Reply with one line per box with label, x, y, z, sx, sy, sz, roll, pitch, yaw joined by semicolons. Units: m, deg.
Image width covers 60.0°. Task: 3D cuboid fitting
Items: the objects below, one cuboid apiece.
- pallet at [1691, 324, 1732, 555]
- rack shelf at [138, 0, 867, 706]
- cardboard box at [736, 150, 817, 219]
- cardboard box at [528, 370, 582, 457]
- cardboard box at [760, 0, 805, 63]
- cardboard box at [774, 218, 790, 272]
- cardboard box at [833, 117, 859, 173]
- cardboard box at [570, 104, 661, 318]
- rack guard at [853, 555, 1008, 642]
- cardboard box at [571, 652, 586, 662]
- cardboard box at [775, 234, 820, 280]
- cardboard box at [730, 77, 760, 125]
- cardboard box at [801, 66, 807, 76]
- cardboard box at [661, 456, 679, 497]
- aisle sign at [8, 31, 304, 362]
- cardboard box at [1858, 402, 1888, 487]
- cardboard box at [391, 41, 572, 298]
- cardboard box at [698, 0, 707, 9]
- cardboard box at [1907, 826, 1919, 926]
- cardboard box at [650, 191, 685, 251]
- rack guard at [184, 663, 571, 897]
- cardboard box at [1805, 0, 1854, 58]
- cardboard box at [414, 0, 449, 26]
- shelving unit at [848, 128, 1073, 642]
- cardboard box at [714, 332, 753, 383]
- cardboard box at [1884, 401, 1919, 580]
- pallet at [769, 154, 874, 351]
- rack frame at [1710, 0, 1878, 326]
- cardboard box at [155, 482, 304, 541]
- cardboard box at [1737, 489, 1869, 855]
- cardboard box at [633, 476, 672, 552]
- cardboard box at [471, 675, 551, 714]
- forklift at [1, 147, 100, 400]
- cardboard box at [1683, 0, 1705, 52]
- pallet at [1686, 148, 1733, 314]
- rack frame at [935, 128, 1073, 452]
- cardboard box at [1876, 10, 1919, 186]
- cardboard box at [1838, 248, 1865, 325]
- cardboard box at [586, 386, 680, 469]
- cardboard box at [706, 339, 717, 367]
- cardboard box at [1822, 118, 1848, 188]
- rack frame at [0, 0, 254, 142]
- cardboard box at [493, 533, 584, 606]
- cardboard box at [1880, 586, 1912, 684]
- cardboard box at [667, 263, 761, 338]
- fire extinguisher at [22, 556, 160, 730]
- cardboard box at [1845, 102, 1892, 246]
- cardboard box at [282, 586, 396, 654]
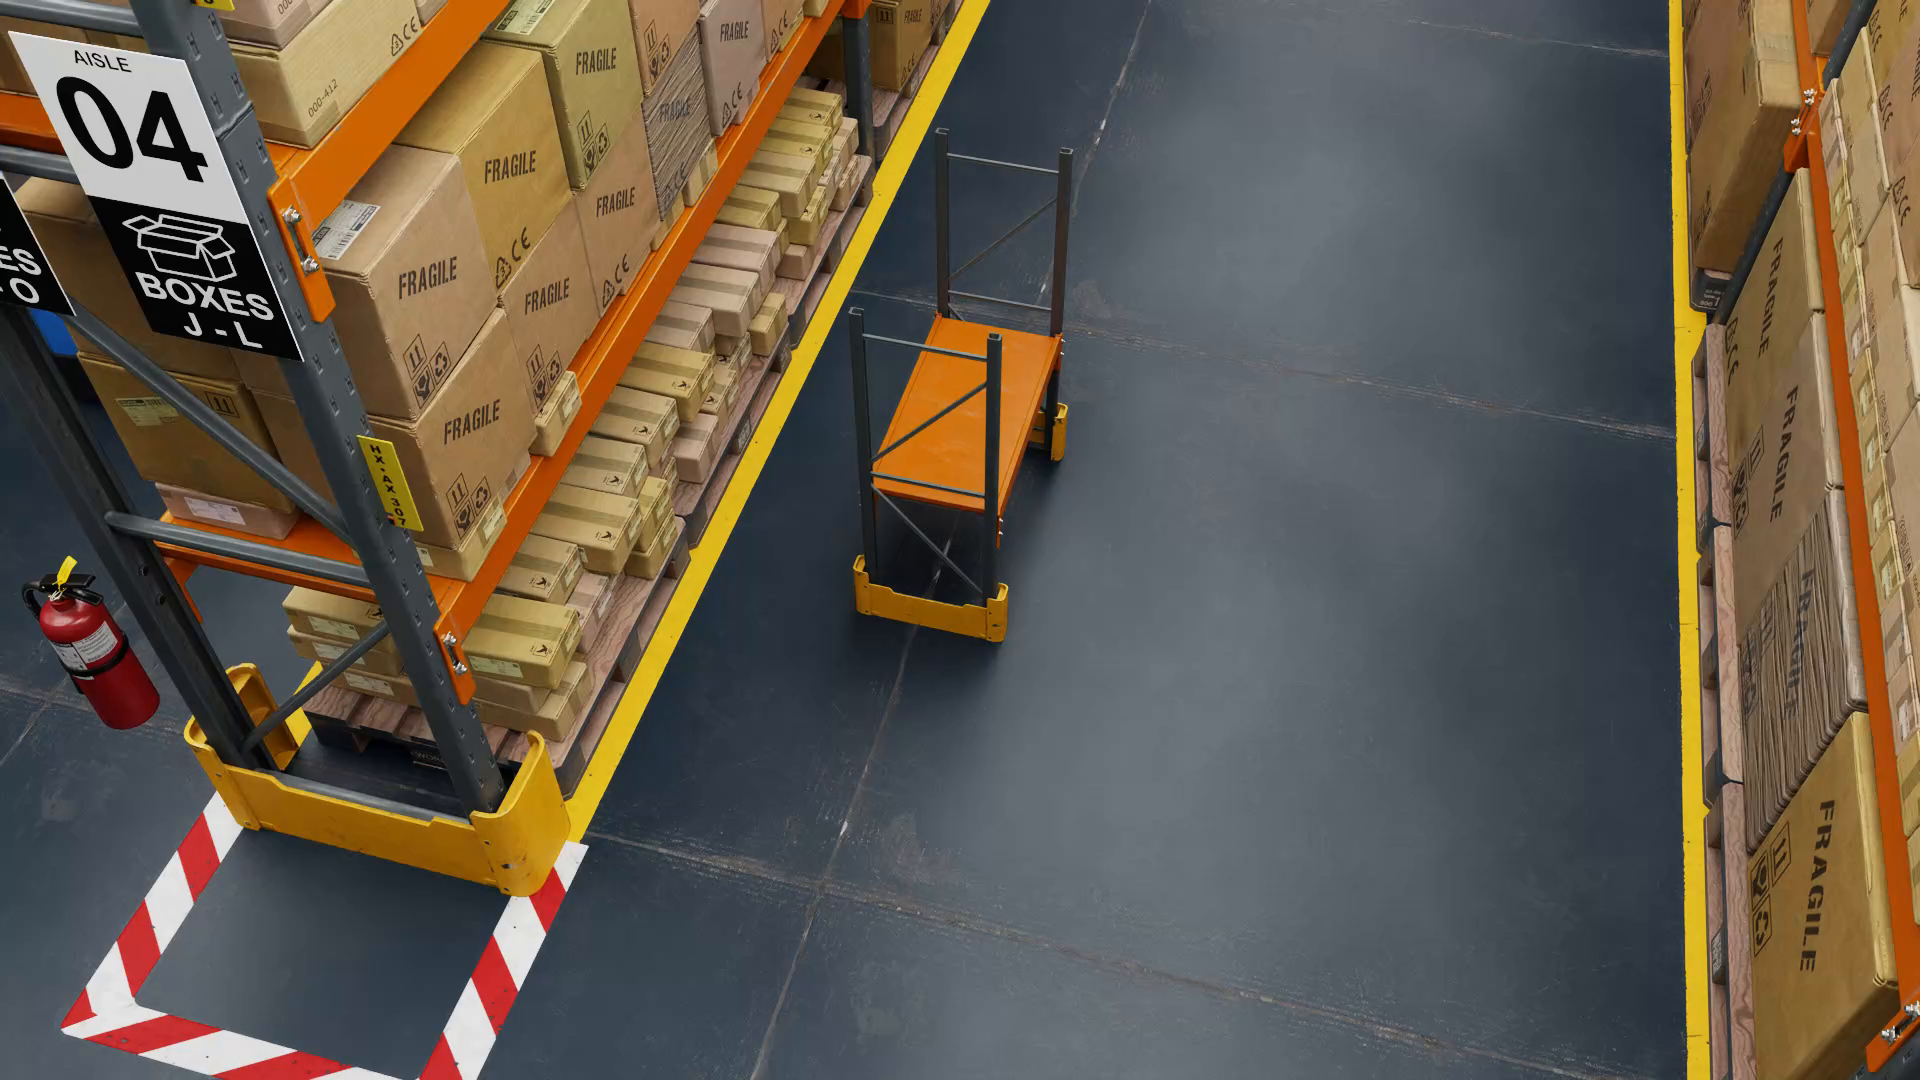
pallet;3.567;-0.345;6.833;1.003;0.211;1.213;12;50;10
rack shelf;-1.442;-1.170;6.180;1.077;0.370;4.000;12;50;10
cardboard box;-0.846;-1.564;7.273;0.380;0.149;0.250;11;50;10
cardboard box;-1.417;-0.424;5.210;0.380;0.149;0.250;10;49;9
cardboard box;-0.908;-2.205;6.349;0.500;0.500;0.500;10;49;9
cardboard box;-0.965;-1.300;7.239;0.380;0.149;0.250;12;50;10
cardboard box;-0.692;-1.858;7.731;0.380;0.149;0.250;12;50;11
cardboard box;-1.326;-1.107;5.380;0.500;0.500;0.500;12;50;11
rack guard;-0.111;0.222;6.306;0.587;0.250;0.087;12;50;10
cardboard box;-1.532;0.322;6.005;0.380;0.149;0.250;11;50;10
cardboard box;-0.846;-1.324;7.458;0.380;0.149;0.250;10;49;9
cardboard box;-0.990;-1.745;6.376;0.380;0.149;0.250;10;49;8
cardboard box;-0.964;-2.751;8.484;0.500;0.500;0.500;11;49;9
cardboard box;-1.325;-0.226;6.489;0.380;0.149;0.250;12;50;10
aisle sign;-1.698;-0.709;3.560;0.394;0.787;0.004;12;50;10
cardboard box;2.969;-0.254;5.060;0.380;0.149;0.250;12;50;11
cardboard box;-1.467;-1.062;4.674;0.500;0.500;0.500;13;50;11
cardboard box;-1.058;-2.181;5.661;0.500;0.500;0.500;13;50;11
cardboard box;2.566;0.851;4.084;0.380;0.149;0.250;12;50;11
cardboard box;-1.205;-1.186;5.883;0.380;0.149;0.250;13;50;11
rack guard;-1.948;0.811;5.620;1.175;0.500;0.348;12;50;10
cardboard box;3.703;-2.228;6.568;0.500;0.500;0.500;12;50;10
cardboard box;-1.461;-1.558;4.143;0.500;0.250;0.500;13;50;11
shelving unit;0.020;-0.551;6.155;0.587;1.500;1.083;12;50;10
cardboard box;-1.096;-0.775;6.974;0.380;0.149;0.250;12;50;11
cardboard box;2.929;-0.096;4.655;0.500;0.250;0.500;10;49;9
pallet;-1.058;-1.439;7.798;1.003;0.211;1.213;12;50;10
rack frame;3.843;-1.803;6.259;1.000;3.000;0.127;12;50;10
cardboard box;-2.155;-0.170;4.985;0.380;0.149;0.250;12;50;10
cardboard box;3.121;0.518;5.348;0.875;0.875;0.875;12;50;10
cardboard box;-1.305;-0.129;6.205;0.380;0.149;0.250;13;50;11
cardboard box;-1.583;0.416;5.724;0.380;0.149;0.250;13;50;12
forklift;-3.096;-2.597;7.006;1.130;2.935;3.031;7;49;6
cardboard box;4.452;-2.993;8.447;1.225;0.875;0.875;12;50;10
pallet;3.973;-1.453;7.810;1.003;0.211;1.213;12;50;10
rack frame;0.156;-0.926;6.486;0.500;1.500;0.032;12;50;10
cardboard box;3.333;-1.449;5.348;0.500;0.500;0.500;12;50;10
cardboard box;3.172;-0.815;5.555;0.380;0.149;0.250;11;49;10
cardboard box;-1.289;-0.440;6.281;0.380;0.149;0.250;13;50;12
cardboard box;-1.215;-0.738;6.742;0.380;0.149;0.250;14;50;12
cardboard box;3.375;-1.381;6.055;0.380;0.149;0.250;10;49;9
rack frame;-1.968;-1.946;2.385;1.000;3.000;0.127;12;50;10
cardboard box;-1.546;0.111;5.795;0.380;0.149;0.250;12;50;11
cardboard box;2.767;0.300;4.571;0.380;0.149;0.250;12;50;11
cardboard box;-1.030;-0.980;6.758;0.380;0.149;0.250;10;49;9
fire extinguisher;-2.480;0.279;4.722;0.296;0.674;0.183;12;50;10
cardboard box;3.331;-1.204;5.633;0.500;0.250;0.500;11;50;10
cardboard box;-2.073;0.213;5.704;0.380;0.149;0.250;12;50;10
